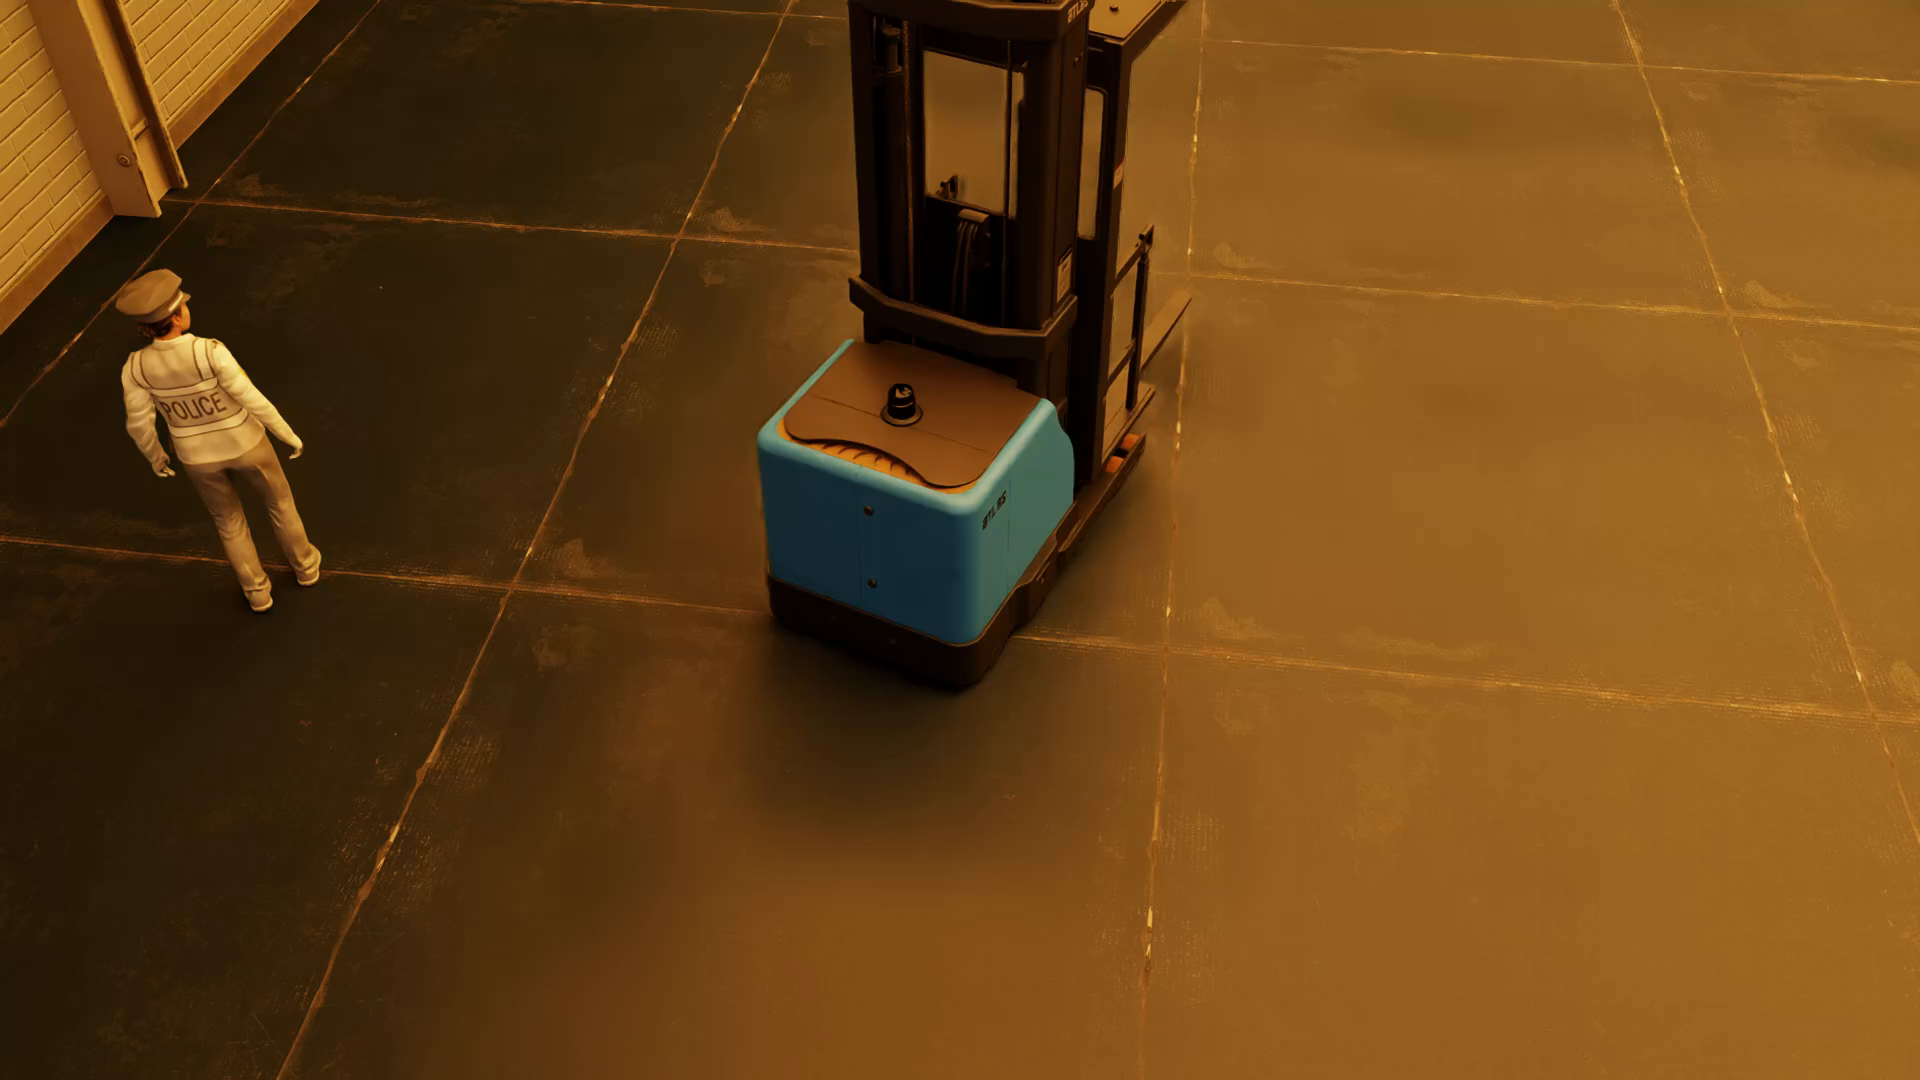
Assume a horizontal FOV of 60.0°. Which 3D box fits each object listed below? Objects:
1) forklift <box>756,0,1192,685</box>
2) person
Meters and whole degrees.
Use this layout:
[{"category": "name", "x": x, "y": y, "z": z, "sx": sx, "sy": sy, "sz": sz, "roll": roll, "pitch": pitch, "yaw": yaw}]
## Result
[{"category": "forklift", "x": 0.269, "y": -1.454, "z": 7.307, "sx": 1.130, "sy": 2.935, "sz": 3.031, "roll": 19, "pitch": 46, "yaw": 20}, {"category": "person", "x": -3.150, "y": -0.419, "z": 7.116, "sx": 0.630, "sy": 1.670, "sz": 0.412, "roll": -11, "pitch": 44, "yaw": -11}]
